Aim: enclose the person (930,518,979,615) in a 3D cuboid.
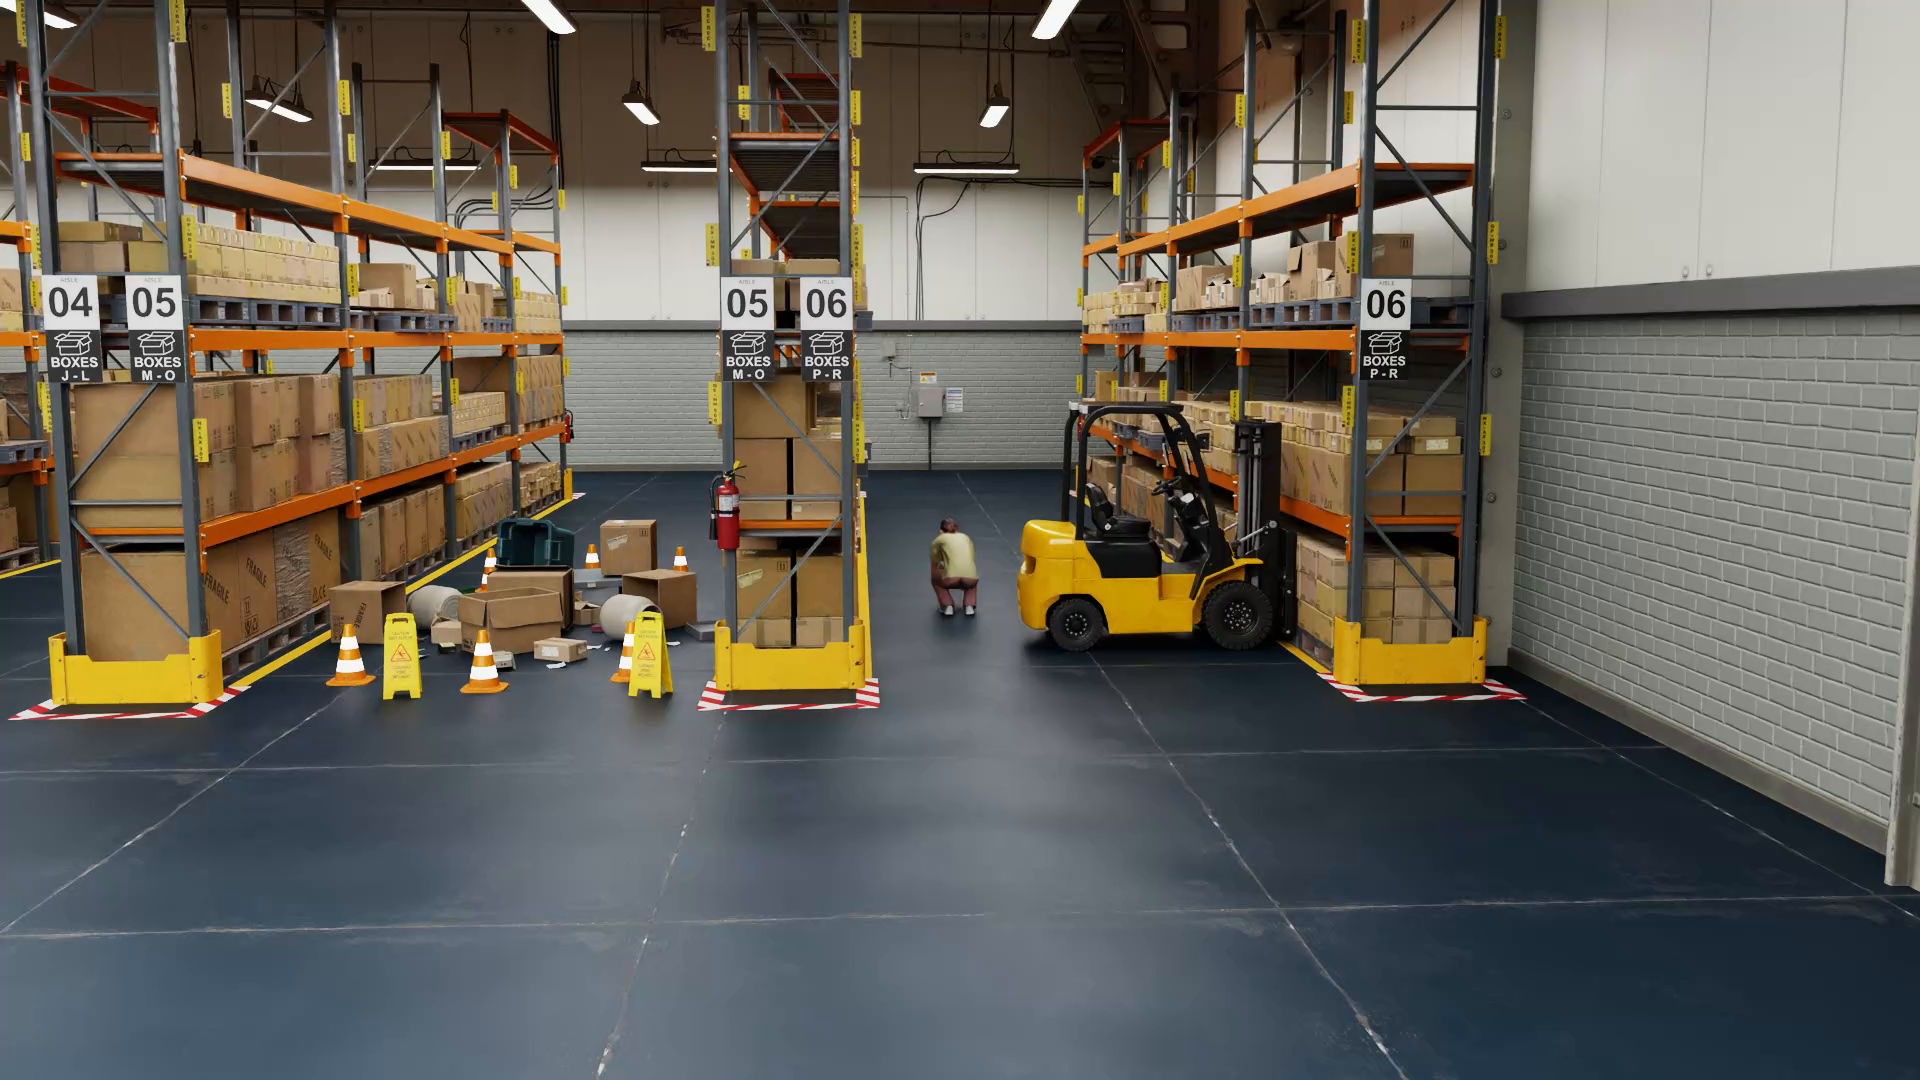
[{"bbox_3d":[-0.050,0.260,16.744,0.488,0.928,0.810,-1,7,-6],"label":"person"}]
